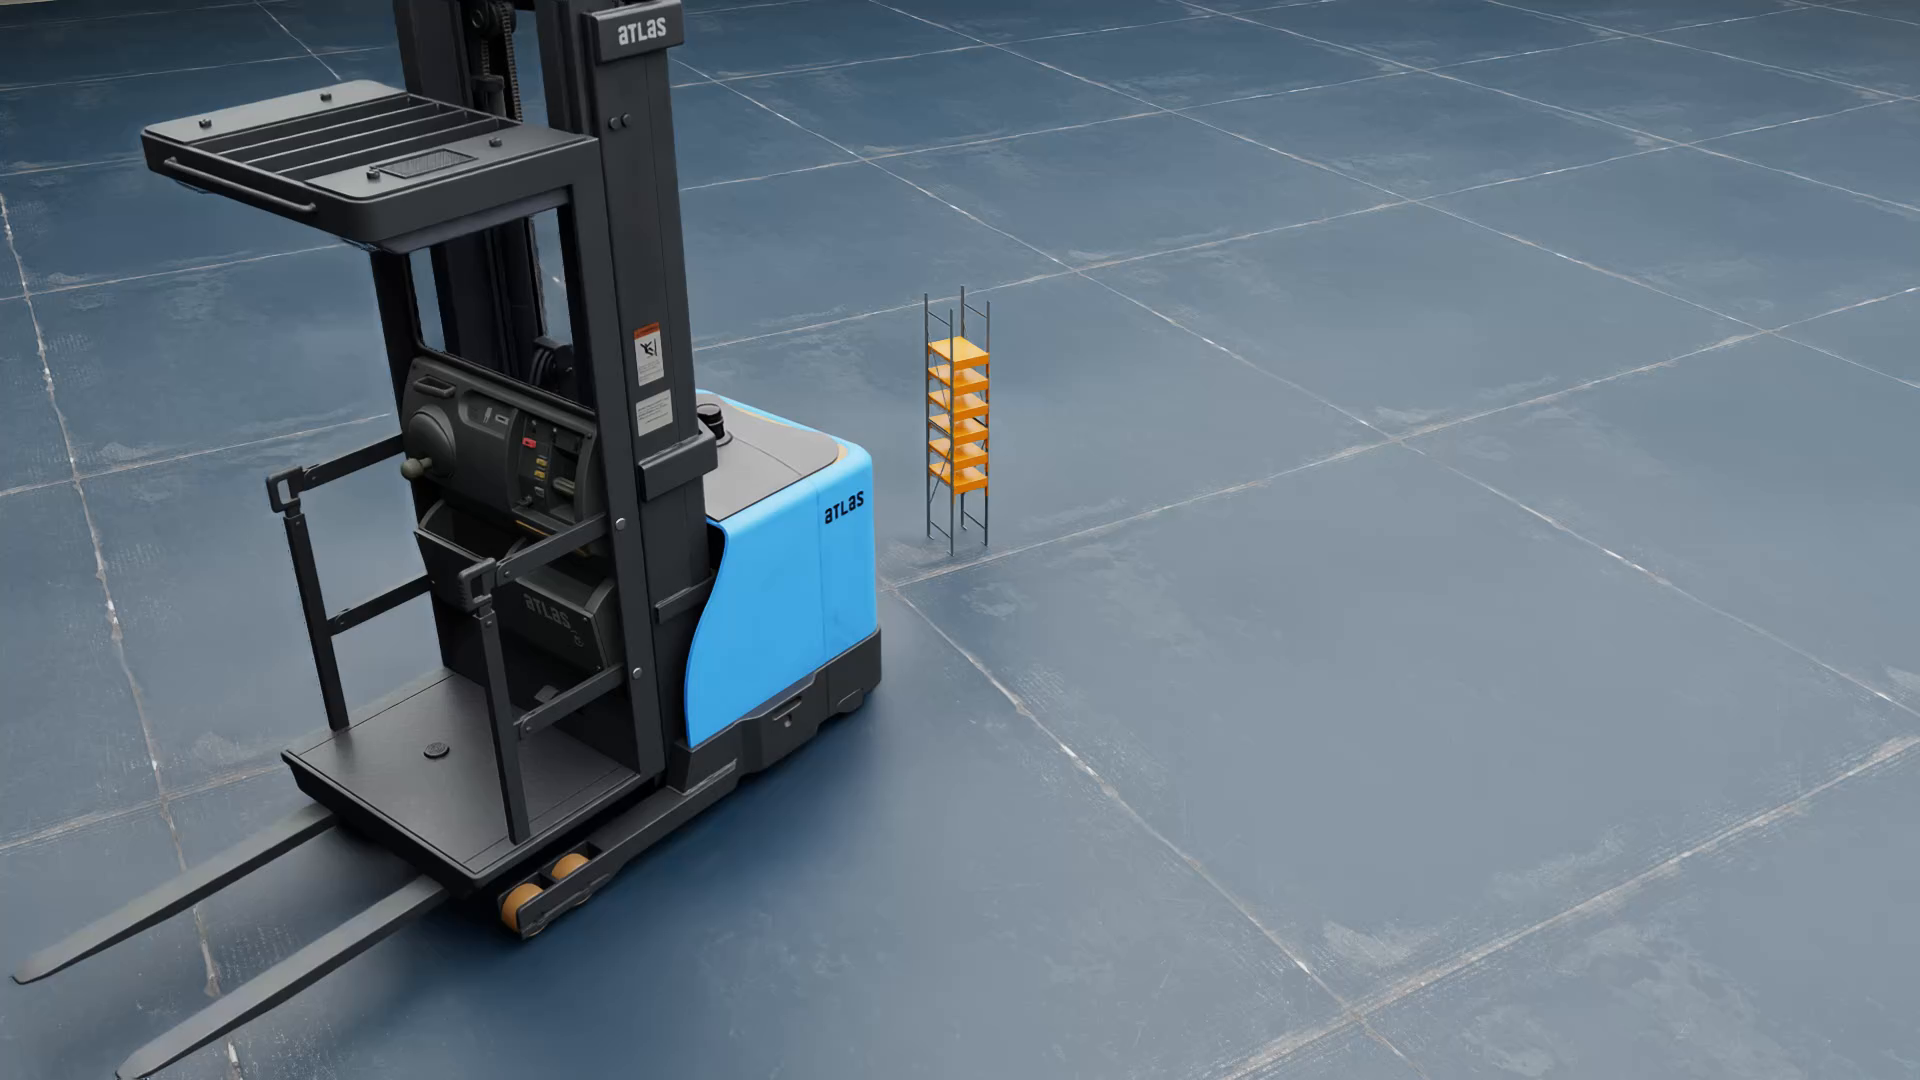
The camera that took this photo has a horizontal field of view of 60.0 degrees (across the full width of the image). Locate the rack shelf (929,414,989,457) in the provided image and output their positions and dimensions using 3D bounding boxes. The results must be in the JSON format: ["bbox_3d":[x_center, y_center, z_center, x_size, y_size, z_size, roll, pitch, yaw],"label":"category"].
[{"bbox_3d":[-0.012,-0.483,7.475,0.180,0.103,0.258,-16,33,-26],"label":"rack shelf"}]

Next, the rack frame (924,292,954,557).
[{"bbox_3d":[-0.091,-0.499,7.413,0.006,1.200,0.240,-16,33,-26],"label":"rack frame"}]

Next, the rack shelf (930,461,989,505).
[{"bbox_3d":[-0.012,-0.273,7.591,0.180,0.103,0.258,-16,33,-26],"label":"rack shelf"}]

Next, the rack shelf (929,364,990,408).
[{"bbox_3d":[-0.012,-0.693,7.359,0.180,0.103,0.258,-16,33,-26],"label":"rack shelf"}]

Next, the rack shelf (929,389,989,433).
[{"bbox_3d":[-0.012,-0.588,7.417,0.180,0.103,0.258,-16,33,-26],"label":"rack shelf"}]

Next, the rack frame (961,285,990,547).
[{"bbox_3d":[0.066,-0.544,7.494,0.006,1.200,0.240,-16,33,-26],"label":"rack frame"}]

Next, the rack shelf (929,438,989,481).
[{"bbox_3d":[-0.012,-0.378,7.533,0.180,0.103,0.258,-16,33,-26],"label":"rack shelf"}]

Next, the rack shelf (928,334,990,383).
[{"bbox_3d":[-0.012,-0.798,7.301,0.180,0.103,0.258,-16,33,-26],"label":"rack shelf"}]

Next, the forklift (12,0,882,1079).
[{"bbox_3d":[-1.619,-0.266,5.199,1.130,2.935,3.031,21,35,33],"label":"forklift"}]

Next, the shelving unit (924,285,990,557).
[{"bbox_3d":[-0.012,-0.522,7.454,0.189,1.200,0.258,-16,33,-26],"label":"shelving unit"}]
